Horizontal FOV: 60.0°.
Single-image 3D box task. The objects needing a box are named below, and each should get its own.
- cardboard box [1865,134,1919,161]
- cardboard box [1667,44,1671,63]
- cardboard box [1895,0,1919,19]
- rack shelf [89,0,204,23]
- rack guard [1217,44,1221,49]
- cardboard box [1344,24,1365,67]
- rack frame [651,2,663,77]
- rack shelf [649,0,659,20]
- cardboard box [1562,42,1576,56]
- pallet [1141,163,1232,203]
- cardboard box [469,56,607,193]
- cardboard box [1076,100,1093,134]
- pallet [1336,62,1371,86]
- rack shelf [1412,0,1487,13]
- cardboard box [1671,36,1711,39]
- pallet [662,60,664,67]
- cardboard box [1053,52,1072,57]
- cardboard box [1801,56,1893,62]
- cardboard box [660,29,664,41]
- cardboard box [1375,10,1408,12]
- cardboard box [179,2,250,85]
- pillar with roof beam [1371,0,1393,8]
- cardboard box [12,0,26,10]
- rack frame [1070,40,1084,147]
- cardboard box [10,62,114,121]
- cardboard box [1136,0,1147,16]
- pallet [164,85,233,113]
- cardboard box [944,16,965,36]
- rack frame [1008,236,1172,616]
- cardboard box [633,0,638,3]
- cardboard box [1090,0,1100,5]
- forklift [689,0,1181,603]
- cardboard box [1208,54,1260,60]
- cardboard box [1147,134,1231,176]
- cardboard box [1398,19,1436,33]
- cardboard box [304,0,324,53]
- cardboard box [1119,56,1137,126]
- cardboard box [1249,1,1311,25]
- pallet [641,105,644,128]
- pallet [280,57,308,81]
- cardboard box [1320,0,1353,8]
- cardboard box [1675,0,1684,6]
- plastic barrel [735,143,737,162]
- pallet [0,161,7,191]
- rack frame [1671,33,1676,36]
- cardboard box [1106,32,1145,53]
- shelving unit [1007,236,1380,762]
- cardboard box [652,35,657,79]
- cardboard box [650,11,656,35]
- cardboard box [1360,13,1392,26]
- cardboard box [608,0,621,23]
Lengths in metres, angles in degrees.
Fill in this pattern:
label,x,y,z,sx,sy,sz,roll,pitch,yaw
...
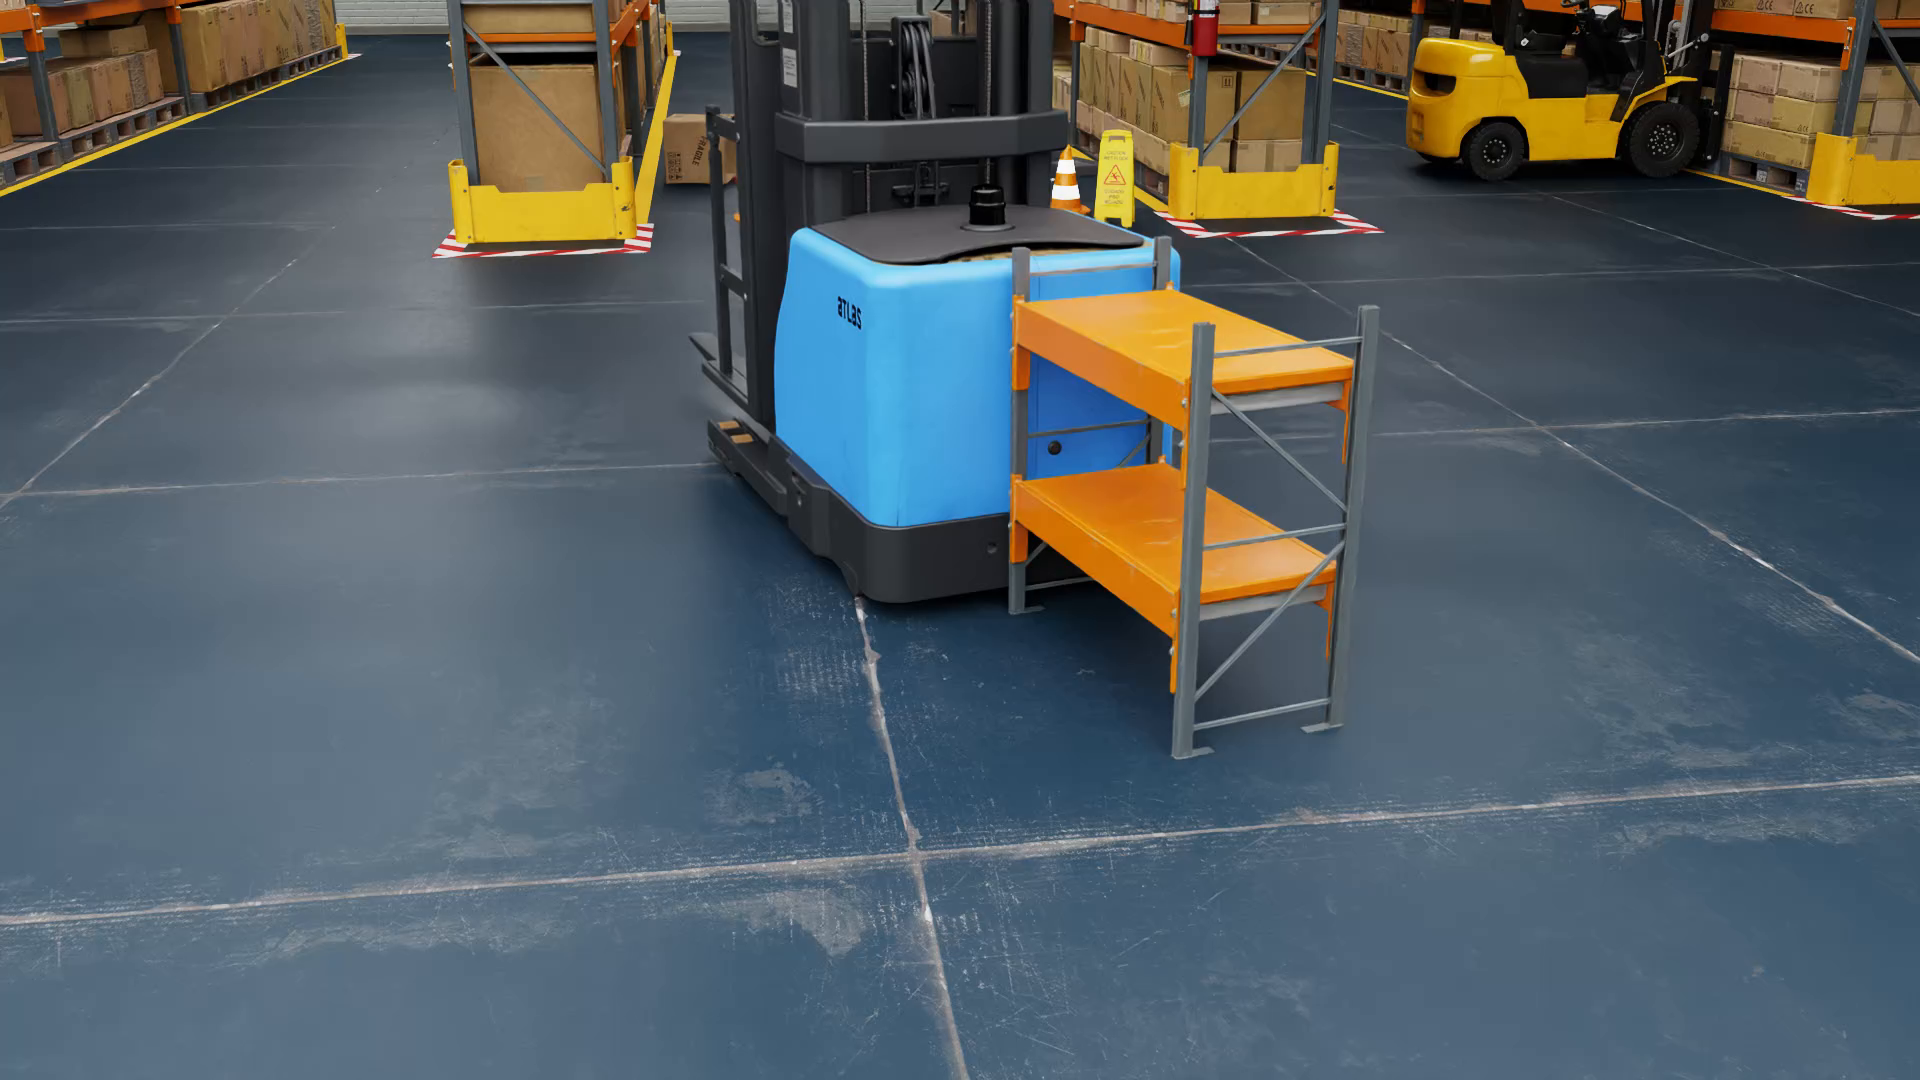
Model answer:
label,x,y,z,sx,sy,sz,roll,pitch,yaw
cardboard box,7.146,-3.077,12.997,0.500,0.250,0.500,-3,21,-8
cardboard box,6.353,-4.218,14.623,0.500,0.250,0.500,-2,21,-6
cardboard box,7.227,-4.221,12.587,0.500,0.500,0.500,-2,21,-6
rack shelf,-9.136,-6.362,19.492,1.077,0.370,4.000,-3,21,-8
rack guard,4.728,-8.331,27.307,1.175,0.500,0.348,-3,21,-8
cardboard box,5.364,-6.453,21.680,0.500,0.500,0.500,-4,21,-10
rack frame,-4.501,-7.607,21.796,1.000,3.000,0.127,-3,21,-8
rack shelf,-4.213,-6.577,20.068,1.077,0.370,4.000,-3,21,-8
cardboard box,6.361,-4.638,16.640,0.875,0.625,0.625,-2,21,-5
pallet,2.019,-2.740,12.750,1.003,0.211,1.213,-3,21,-8
cardboard box,-2.935,-2.885,11.590,0.875,0.875,0.875,-3,21,-7
cardboard box,1.354,-3.812,14.966,0.500,0.250,0.500,-4,21,-10
pallet,5.628,-6.134,21.837,1.003,0.211,1.213,-3,21,-8
rack shelf,5.582,-7.114,21.504,1.077,0.370,4.000,-3,21,-8
cardboard box,6.709,-4.590,15.618,0.500,0.250,0.500,-3,21,-7
pallet,-4.812,-6.955,24.035,1.003,0.211,1.213,-3,21,-8
cardboard box,1.031,-5.276,18.711,0.950,0.372,0.625,-4,21,-11
cardboard box,7.066,-3.714,13.274,0.500,0.250,0.500,-3,21,-8
cardboard box,-4.470,-7.282,23.975,0.380,0.149,0.250,-3,21,-7
cardboard box,5.768,-7.000,22.216,0.380,0.149,0.250,-2,21,-6
cardboard box,-9.047,-5.757,19.280,1.225,0.875,0.875,-3,21,-8
pillar with roof beam,1.825,-11.023,22.368,9.100,9.000,0.400,-3,21,-8
cardboard box,-7.949,-4.445,13.688,0.380,0.149,0.250,-3,21,-8
rack frame,1.536,-5.122,15.142,1.000,3.000,0.127,-3,21,-8
cardboard box,-8.469,-4.230,15.699,0.700,0.500,0.500,-5,21,-12
cardboard box,1.593,-4.177,12.972,0.380,0.149,0.250,-3,21,-8
pallet,-8.887,-4.977,18.741,1.003,0.211,1.213,-3,21,-8
cardboard box,0.269,-7.421,24.359,0.875,0.438,0.875,-4,21,-9
rack frame,0.385,-0.333,4.999,0.500,1.125,0.032,-8,22,-21
cardboard box,-3.158,-5.080,14.886,0.500,0.500,0.500,-3,21,-7
cardboard box,1.351,-4.794,14.623,0.380,0.149,0.250,-2,21,-6
forklift,-0.344,-1.663,5.980,1.130,2.935,3.031,-8,22,-21
cardboard box,2.122,-3.653,13.468,0.500,0.500,0.500,-3,21,-7
cardboard box,1.726,-2.920,12.577,0.500,0.250,0.500,-3,21,-8
cardboard box,5.549,-6.246,20.198,0.380,0.149,0.250,-4,21,-10
cardboard box,-9.698,-7.445,23.800,0.875,0.875,0.875,-3,21,-8
cardboard box,1.594,-3.617,13.370,0.500,0.500,0.500,-3,21,-9
cardboard box,2.268,-3.747,11.821,0.380,0.149,0.250,-3,21,-8
pallet,-3.713,-4.217,16.706,1.003,0.211,1.213,-3,21,-8
pallet,-9.456,-6.353,22.423,1.003,0.211,1.213,-3,21,-8
cardboard box,5.167,-7.387,22.827,0.380,0.149,0.250,-4,21,-10
cardboard box,6.418,-4.899,14.402,0.500,0.500,0.500,-3,21,-8
plastic barrel,-1.667,-3.315,13.986,0.512,0.421,0.421,12,24,30
pallet,-7.960,-2.661,12.540,1.003,0.211,1.213,-3,21,-8
rack frame,6.447,-5.373,15.816,1.000,3.000,0.127,-3,21,-8
cardboard box,1.430,-4.150,13.872,0.380,0.149,0.250,-2,21,-5
shelving unit,0.580,-0.168,4.559,0.538,1.125,1.048,-8,22,-21
cardboard box,-3.850,-5.679,19.607,0.500,0.500,0.500,-3,21,-7
cardboard box,-3.916,-6.198,19.923,0.500,0.250,0.500,-3,21,-7
cardboard box,5.385,-6.707,21.431,0.380,0.149,0.250,-4,21,-10
cardboard box,-2.927,-4.038,12.026,0.875,0.550,0.550,-3,21,-8
